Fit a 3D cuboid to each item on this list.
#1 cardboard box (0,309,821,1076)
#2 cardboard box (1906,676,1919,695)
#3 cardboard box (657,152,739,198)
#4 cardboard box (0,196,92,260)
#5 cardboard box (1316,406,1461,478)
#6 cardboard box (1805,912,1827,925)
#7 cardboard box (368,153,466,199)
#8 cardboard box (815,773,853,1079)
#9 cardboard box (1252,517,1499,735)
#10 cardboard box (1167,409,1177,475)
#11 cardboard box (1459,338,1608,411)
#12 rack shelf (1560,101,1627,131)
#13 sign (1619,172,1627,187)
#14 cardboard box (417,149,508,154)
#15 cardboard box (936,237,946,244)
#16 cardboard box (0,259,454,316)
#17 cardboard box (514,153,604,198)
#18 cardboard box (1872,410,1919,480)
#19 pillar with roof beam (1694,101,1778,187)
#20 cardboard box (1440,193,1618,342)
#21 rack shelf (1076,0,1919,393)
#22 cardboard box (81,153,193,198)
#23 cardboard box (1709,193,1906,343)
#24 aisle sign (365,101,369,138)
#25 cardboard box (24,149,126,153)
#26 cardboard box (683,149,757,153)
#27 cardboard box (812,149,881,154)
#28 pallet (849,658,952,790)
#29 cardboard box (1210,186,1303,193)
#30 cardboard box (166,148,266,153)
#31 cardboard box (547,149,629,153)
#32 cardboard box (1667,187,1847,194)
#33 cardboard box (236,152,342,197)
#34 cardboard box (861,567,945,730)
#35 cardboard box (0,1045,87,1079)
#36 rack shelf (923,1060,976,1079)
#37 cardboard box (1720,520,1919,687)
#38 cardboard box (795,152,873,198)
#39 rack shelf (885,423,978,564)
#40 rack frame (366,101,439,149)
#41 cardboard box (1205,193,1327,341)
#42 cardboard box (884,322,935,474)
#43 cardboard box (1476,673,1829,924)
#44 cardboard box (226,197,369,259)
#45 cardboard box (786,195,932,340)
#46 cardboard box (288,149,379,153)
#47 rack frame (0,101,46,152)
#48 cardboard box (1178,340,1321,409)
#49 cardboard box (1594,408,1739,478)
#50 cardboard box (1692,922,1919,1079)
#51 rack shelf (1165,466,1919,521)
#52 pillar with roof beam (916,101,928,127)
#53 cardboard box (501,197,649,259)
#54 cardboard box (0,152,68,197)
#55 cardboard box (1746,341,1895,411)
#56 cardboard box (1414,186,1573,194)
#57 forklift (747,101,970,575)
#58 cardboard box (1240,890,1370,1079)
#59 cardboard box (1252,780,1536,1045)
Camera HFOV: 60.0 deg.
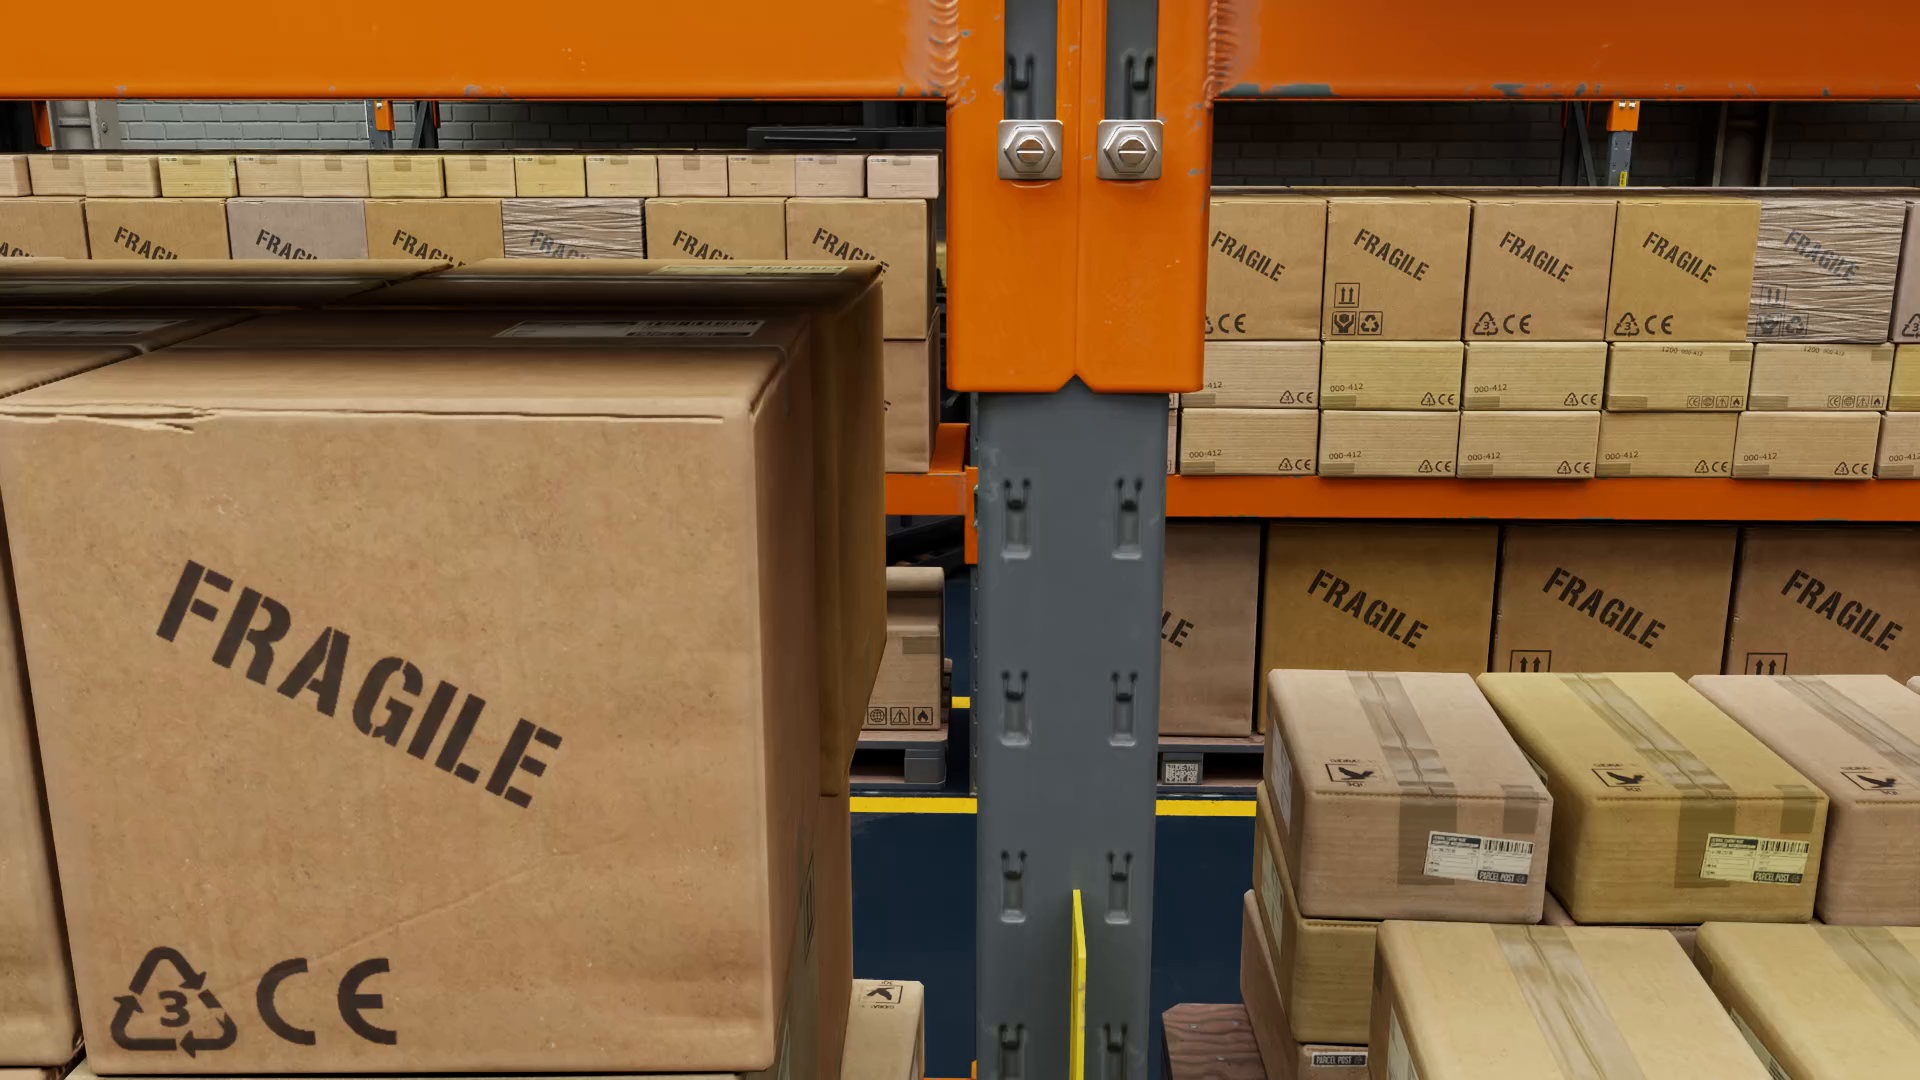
[{"bbox_3d":[-0.389,0.087,1.390,0.500,0.500,0.500,0,15,-1],"label":"cardboard box"},{"bbox_3d":[1.283,0.286,1.879,0.250,0.149,0.380,0,15,1],"label":"cardboard box"},{"bbox_3d":[-0.966,-1.363,6.198,0.250,0.149,0.380,0,15,1],"label":"cardboard box"},{"bbox_3d":[-3.413,-1.048,6.276,0.500,0.500,0.500,0,15,0],"label":"cardboard box"},{"bbox_3d":[1.576,-0.413,6.319,0.500,0.250,0.500,0,15,1],"label":"cardboard box"},{"bbox_3d":[1.002,0.428,1.925,0.250,0.149,0.380,1,15,4],"label":"cardboard box"},{"bbox_3d":[-1.988,-1.344,6.125,0.250,0.149,0.380,0,15,0],"label":"cardboard box"},{"bbox_3d":[-0.401,0.437,2.023,0.500,0.500,0.500,0,15,0],"label":"cardboard box"},{"bbox_3d":[1.638,0.246,6.870,0.875,0.875,0.875,1,15,3],"label":"cardboard box"},{"bbox_3d":[0.546,-0.423,6.358,0.500,0.250,0.500,0,15,0],"label":"cardboard box"},{"bbox_3d":[2.077,-0.651,6.242,0.500,0.250,0.500,0,15,0],"label":"cardboard box"},{"bbox_3d":[2.236,-2.921,11.063,4.000,0.370,1.077,0,15,1],"label":"rack shelf"},{"bbox_3d":[4.231,-2.189,10.642,0.005,0.325,0.100,0,15,1],"label":"sign"},{"bbox_3d":[-1.983,-1.485,6.662,0.250,0.149,0.380,1,15,3],"label":"cardboard box"},{"bbox_3d":[-0.252,-1.975,11.657,0.500,0.250,0.500,0,15,1],"label":"cardboard box"},{"bbox_3d":[-0.876,-0.043,1.884,0.500,0.500,0.500,0,15,0],"label":"cardboard box"},{"bbox_3d":[-1.479,-1.357,6.174,0.250,0.149,0.380,0,15,0],"label":"cardboard box"},{"bbox_3d":[3.600,-0.404,6.287,0.500,0.250,0.500,0,15,-1],"label":"cardboard box"},{"bbox_3d":[5.451,-3.830,7.217,0.400,9.000,9.100,0,15,1],"label":"pillar with roof beam"},{"bbox_3d":[2.073,-1.020,6.169,0.500,0.500,0.500,0,15,1],"label":"cardboard box"},{"bbox_3d":[2.087,-0.392,1.477,4.000,0.370,1.077,0,15,1],"label":"rack shelf"},{"bbox_3d":[-3.017,-1.350,6.149,0.250,0.149,0.380,1,15,3],"label":"cardboard box"},{"bbox_3d":[3.075,-1.010,6.130,0.500,0.500,0.500,1,15,2],"label":"cardboard box"},{"bbox_3d":[-3.838,-3.040,10.888,0.004,0.787,0.394,0,15,1],"label":"aisle sign"},{"bbox_3d":[-3.522,-1.486,6.665,0.250,0.149,0.380,1,15,2],"label":"cardboard box"},{"bbox_3d":[-0.956,-1.485,6.662,0.250,0.149,0.380,0,15,1],"label":"cardboard box"},{"bbox_3d":[-0.452,-1.477,6.631,0.250,0.149,0.380,1,15,2],"label":"cardboard box"},{"bbox_3d":[-0.645,0.758,7.055,1.213,0.211,1.003,0,15,1],"label":"pallet"},{"bbox_3d":[1.084,-1.157,6.691,0.500,0.500,0.500,1,15,3],"label":"cardboard box"},{"bbox_3d":[-3.007,-1.510,6.757,0.250,0.149,0.380,0,15,1],"label":"cardboard box"},{"bbox_3d":[-1.474,-1.475,6.624,0.250,0.149,0.380,0,15,1],"label":"cardboard box"},{"bbox_3d":[3.129,-1.138,6.617,0.500,0.500,0.500,0,15,2],"label":"cardboard box"},{"bbox_3d":[-2.489,-1.365,6.205,0.250,0.149,0.380,1,15,2],"label":"cardboard box"},{"bbox_3d":[-0.512,0.438,6.997,0.875,0.438,0.875,0,15,1],"label":"cardboard box"},{"bbox_3d":[-0.922,0.570,1.520,0.500,0.500,0.500,0,15,0],"label":"cardboard box"},{"bbox_3d":[-1.911,1.032,1.959,4.000,0.370,1.077,0,15,1],"label":"rack shelf"},{"bbox_3d":[3.424,0.259,6.821,0.875,0.875,0.875,0,15,1],"label":"cardboard box"},{"bbox_3d":[-0.464,-1.362,6.193,0.250,0.149,0.380,1,15,3],"label":"cardboard box"},{"bbox_3d":[-1.886,-0.231,6.746,4.000,0.370,1.077,0,15,1],"label":"rack shelf"},{"bbox_3d":[-3.762,-1.858,11.502,0.127,3.000,1.000,0,15,1],"label":"rack frame"},{"bbox_3d":[1.055,-1.025,6.190,0.500,0.500,0.500,0,15,1],"label":"cardboard box"},{"bbox_3d":[-0.357,-0.552,6.356,0.500,0.500,0.500,1,15,2],"label":"cardboard box"},{"bbox_3d":[0.763,0.282,1.893,0.250,0.149,0.380,0,15,0],"label":"cardboard box"},{"bbox_3d":[-2.381,-1.045,6.265,0.500,0.500,0.500,0,15,1],"label":"cardboard box"},{"bbox_3d":[-0.365,-1.030,6.209,0.500,0.500,0.500,0,15,1],"label":"cardboard box"},{"bbox_3d":[-2.497,-1.478,6.636,0.250,0.149,0.380,0,15,1],"label":"cardboard box"},{"bbox_3d":[-3.885,-0.592,6.704,0.127,3.000,1.000,0,15,1],"label":"rack frame"},{"bbox_3d":[1.068,-0.664,6.291,0.500,0.250,0.500,1,15,2],"label":"cardboard box"},{"bbox_3d":[2.586,-0.411,6.312,0.500,0.250,0.500,0,15,1],"label":"cardboard box"},{"bbox_3d":[0.749,0.448,1.265,0.250,0.149,0.380,1,15,3],"label":"cardboard box"},{"bbox_3d":[2.113,-0.205,6.647,4.000,0.370,1.077,0,15,1],"label":"rack shelf"},{"bbox_3d":[-0.547,-3.869,7.365,0.400,9.000,9.100,0,15,1],"label":"pillar with roof beam"},{"bbox_3d":[-1.382,-1.037,6.233,0.500,0.500,0.500,1,15,2],"label":"cardboard box"},{"bbox_3d":[-3.538,-1.364,6.204,0.250,0.149,0.380,1,15,3],"label":"cardboard box"},{"bbox_3d":[3.109,-0.650,6.237,0.500,0.250,0.500,0,15,0],"label":"cardboard box"},{"bbox_3d":[2.108,-1.149,6.661,0.500,0.500,0.500,1,15,2],"label":"cardboard box"},{"bbox_3d":[-0.489,-1.278,9.438,1.130,2.935,3.031,13,20,40],"label":"forklift"},{"bbox_3d":[0.490,0.568,1.978,0.250,0.149,0.380,0,15,0],"label":"cardboard box"},{"bbox_3d":[0.491,0.424,1.939,0.250,0.149,0.380,1,15,3],"label":"cardboard box"}]
